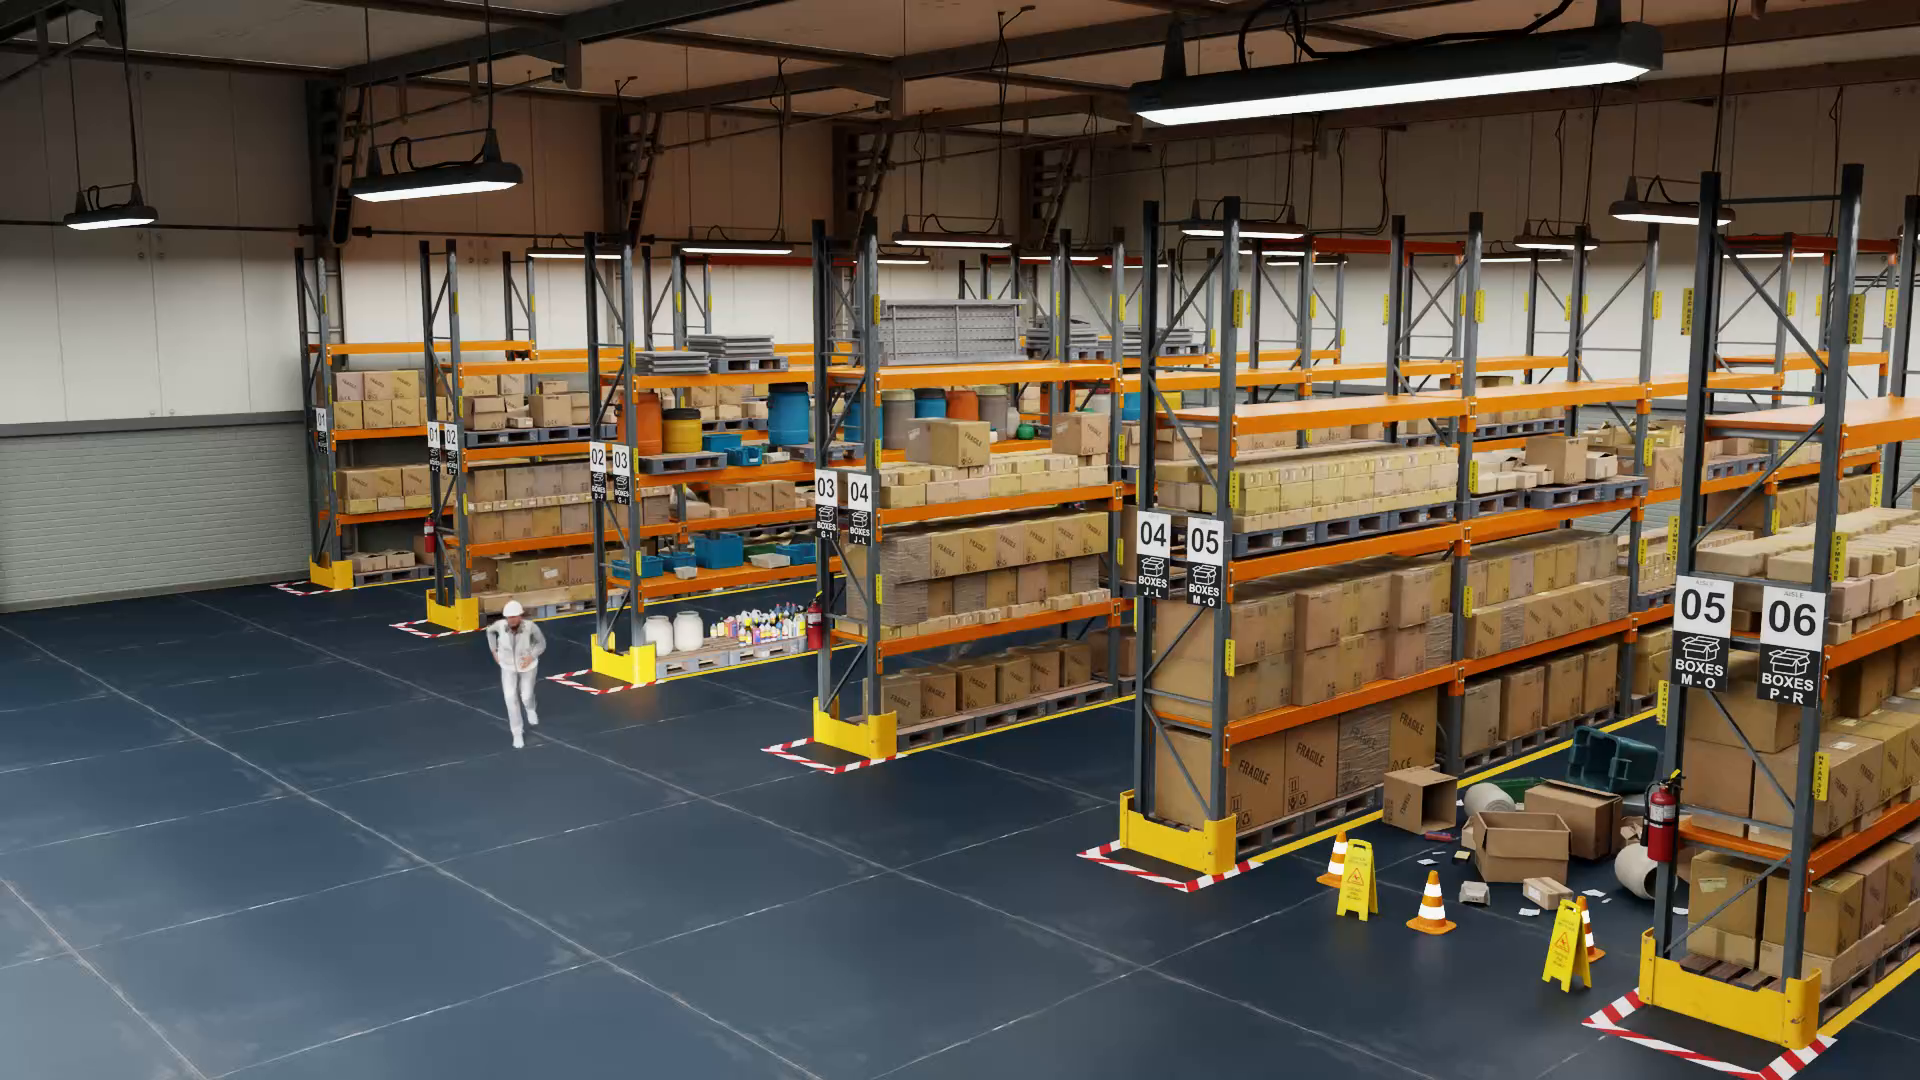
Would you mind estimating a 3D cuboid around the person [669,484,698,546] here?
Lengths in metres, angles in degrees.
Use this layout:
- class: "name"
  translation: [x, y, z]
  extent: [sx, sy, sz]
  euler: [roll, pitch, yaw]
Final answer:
- class: "person"
  translation: [-5.323, -0.367, 31.843]
  extent: [0.692, 1.770, 0.972]
  euler: [6, 10, 34]

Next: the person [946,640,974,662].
- class: "person"
  translation: [-0.018, 0.875, 23.658]
  extent: [0.587, 1.762, 0.798]
  euler: [6, 10, 35]

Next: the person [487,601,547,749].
- class: "person"
  translation: [-5.156, 1.506, 19.475]
  extent: [0.696, 1.731, 1.048]
  euler: [0, 8, -3]
